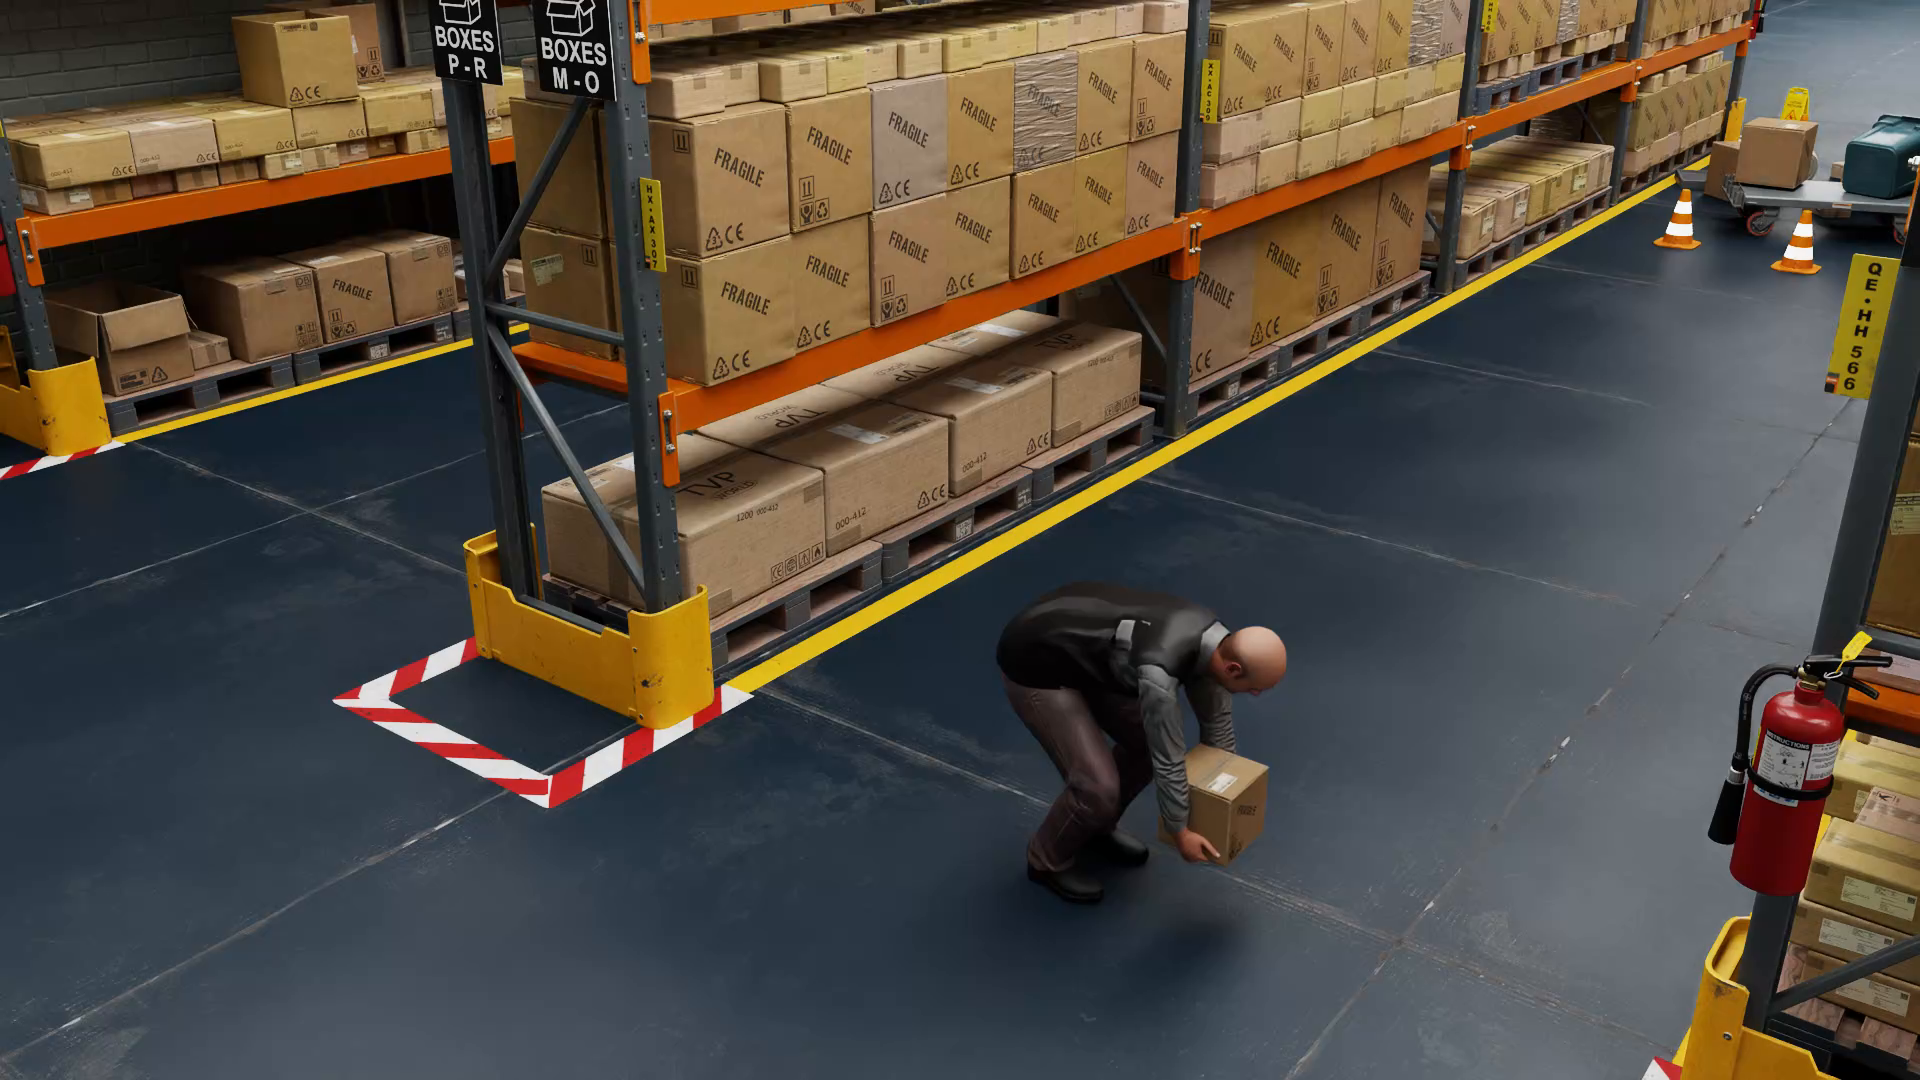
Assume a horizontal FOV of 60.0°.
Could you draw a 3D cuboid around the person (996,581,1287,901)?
[{"bbox_3d":[0.576,0.666,5.400,0.949,1.078,0.503,15,28,31],"label":"person"}]
